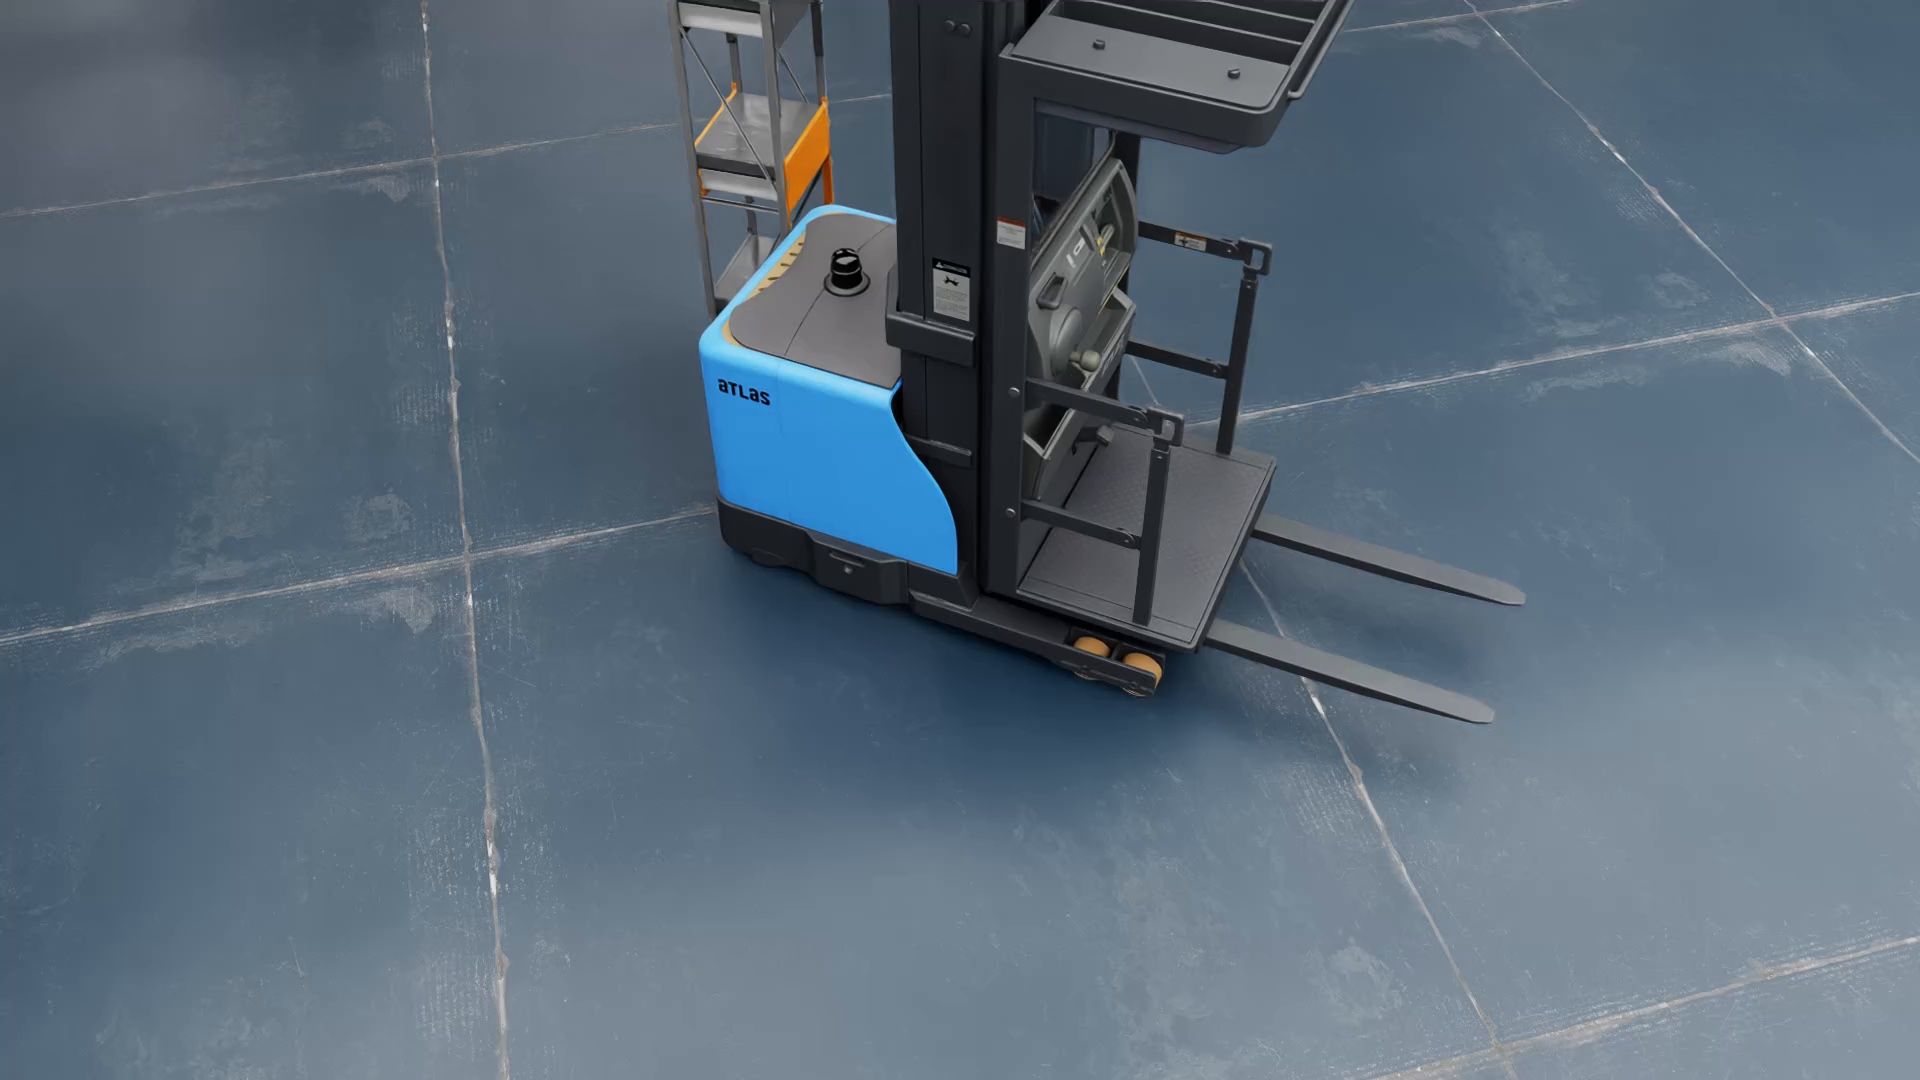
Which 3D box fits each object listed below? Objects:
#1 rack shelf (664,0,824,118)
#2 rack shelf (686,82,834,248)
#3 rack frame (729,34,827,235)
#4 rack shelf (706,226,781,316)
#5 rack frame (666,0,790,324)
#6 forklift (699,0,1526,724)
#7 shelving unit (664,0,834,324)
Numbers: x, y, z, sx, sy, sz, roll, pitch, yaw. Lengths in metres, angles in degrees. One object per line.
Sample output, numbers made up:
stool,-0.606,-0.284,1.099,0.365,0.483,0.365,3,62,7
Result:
rack shelf,-0.799,-1.966,6.246,0.431,0.518,0.480,12,47,12
rack shelf,-0.799,-1.477,6.746,0.431,0.518,0.480,12,47,12
rack frame,-0.729,-1.653,6.900,0.400,2.100,0.015,12,47,12
rack shelf,-0.799,-0.987,7.246,0.431,0.518,0.480,12,47,12
rack frame,-0.869,-1.319,6.573,0.400,2.100,0.015,12,47,12
forklift,0.605,-0.881,5.561,3.031,2.935,1.130,17,48,16
shelving unit,-0.799,-1.486,6.736,0.431,2.100,0.503,12,47,12
